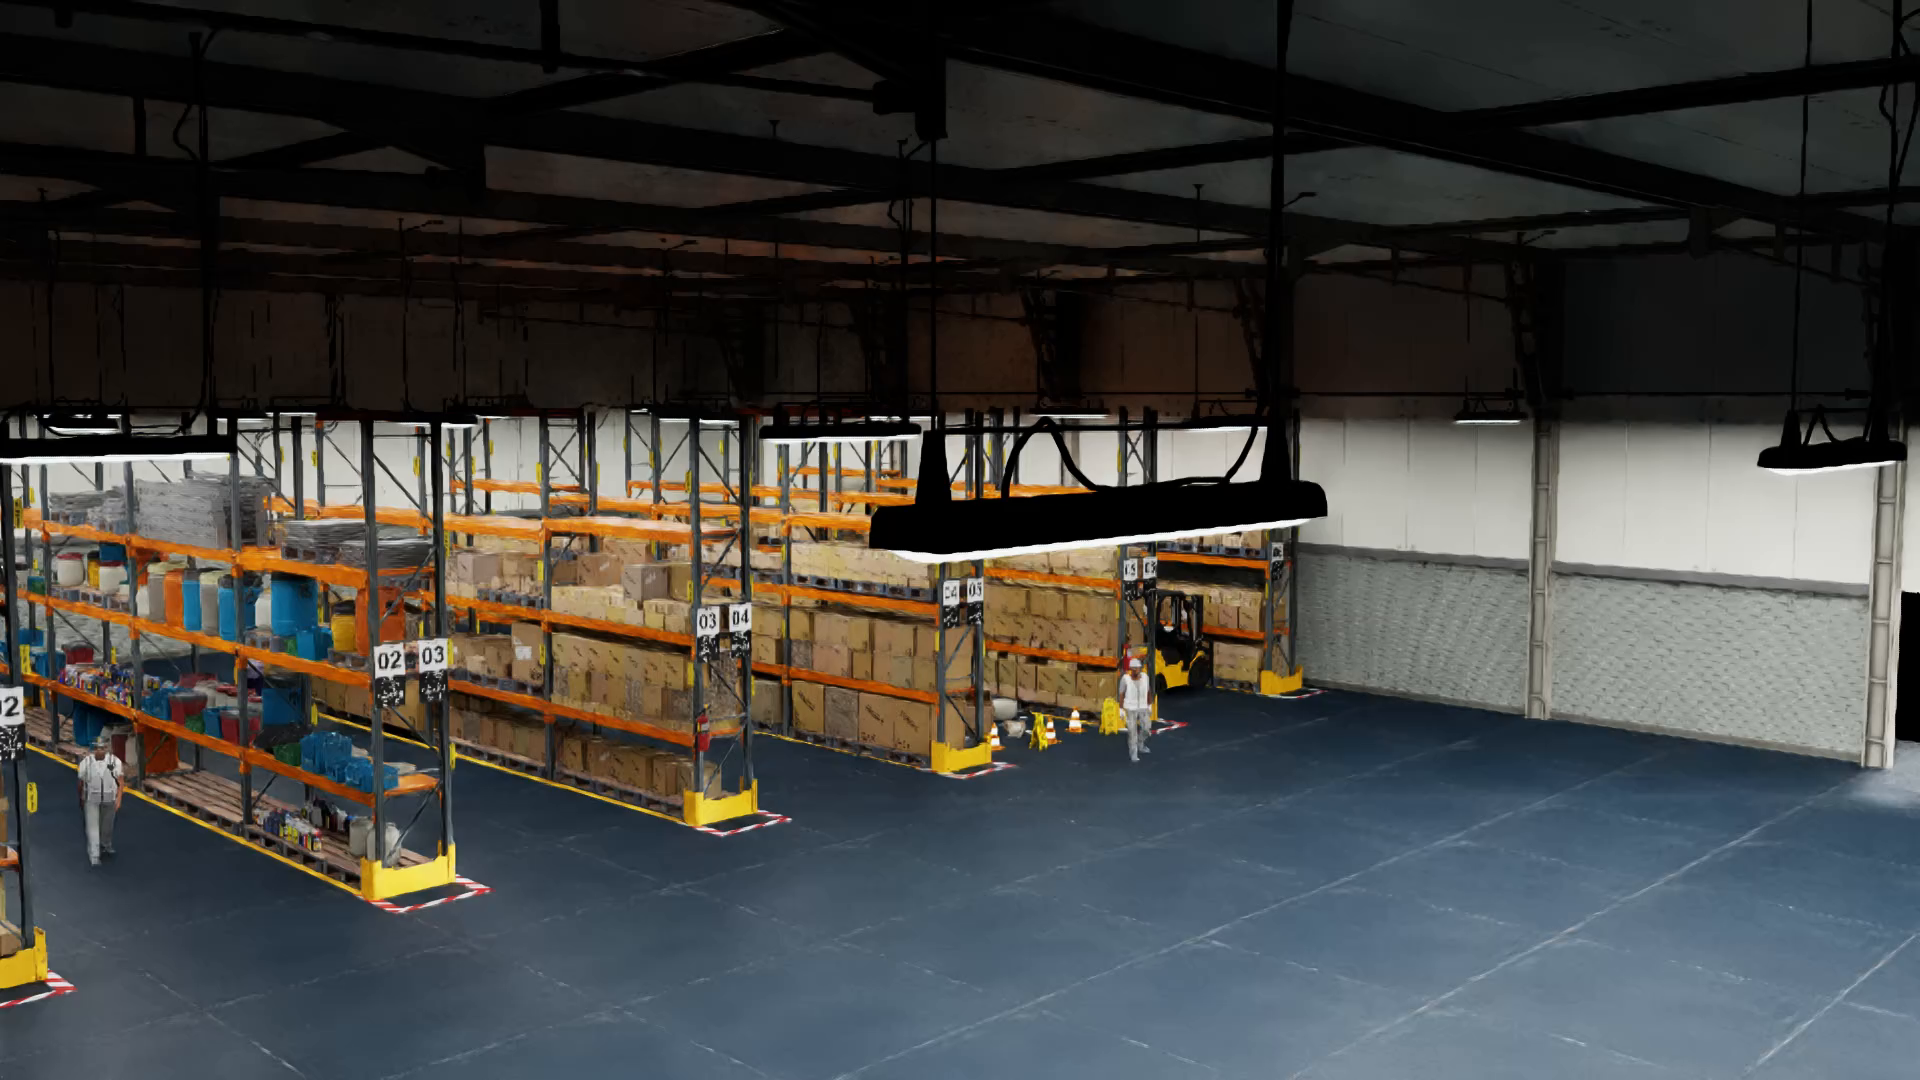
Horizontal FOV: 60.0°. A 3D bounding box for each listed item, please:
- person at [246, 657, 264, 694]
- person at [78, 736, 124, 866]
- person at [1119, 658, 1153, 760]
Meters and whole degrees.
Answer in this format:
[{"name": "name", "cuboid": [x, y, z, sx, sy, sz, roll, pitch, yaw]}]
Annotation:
[{"name": "person", "cuboid": [-13.550, 2.715, 31.867, 0.479, 1.567, 1.090, -5, 7, -44]}, {"name": "person", "cuboid": [-11.583, 3.473, 22.454, 0.534, 1.705, 1.033, -4, 6, -36]}, {"name": "person", "cuboid": [3.030, 2.906, 28.731, 0.602, 1.777, 0.571, -1, 5, -10]}]
